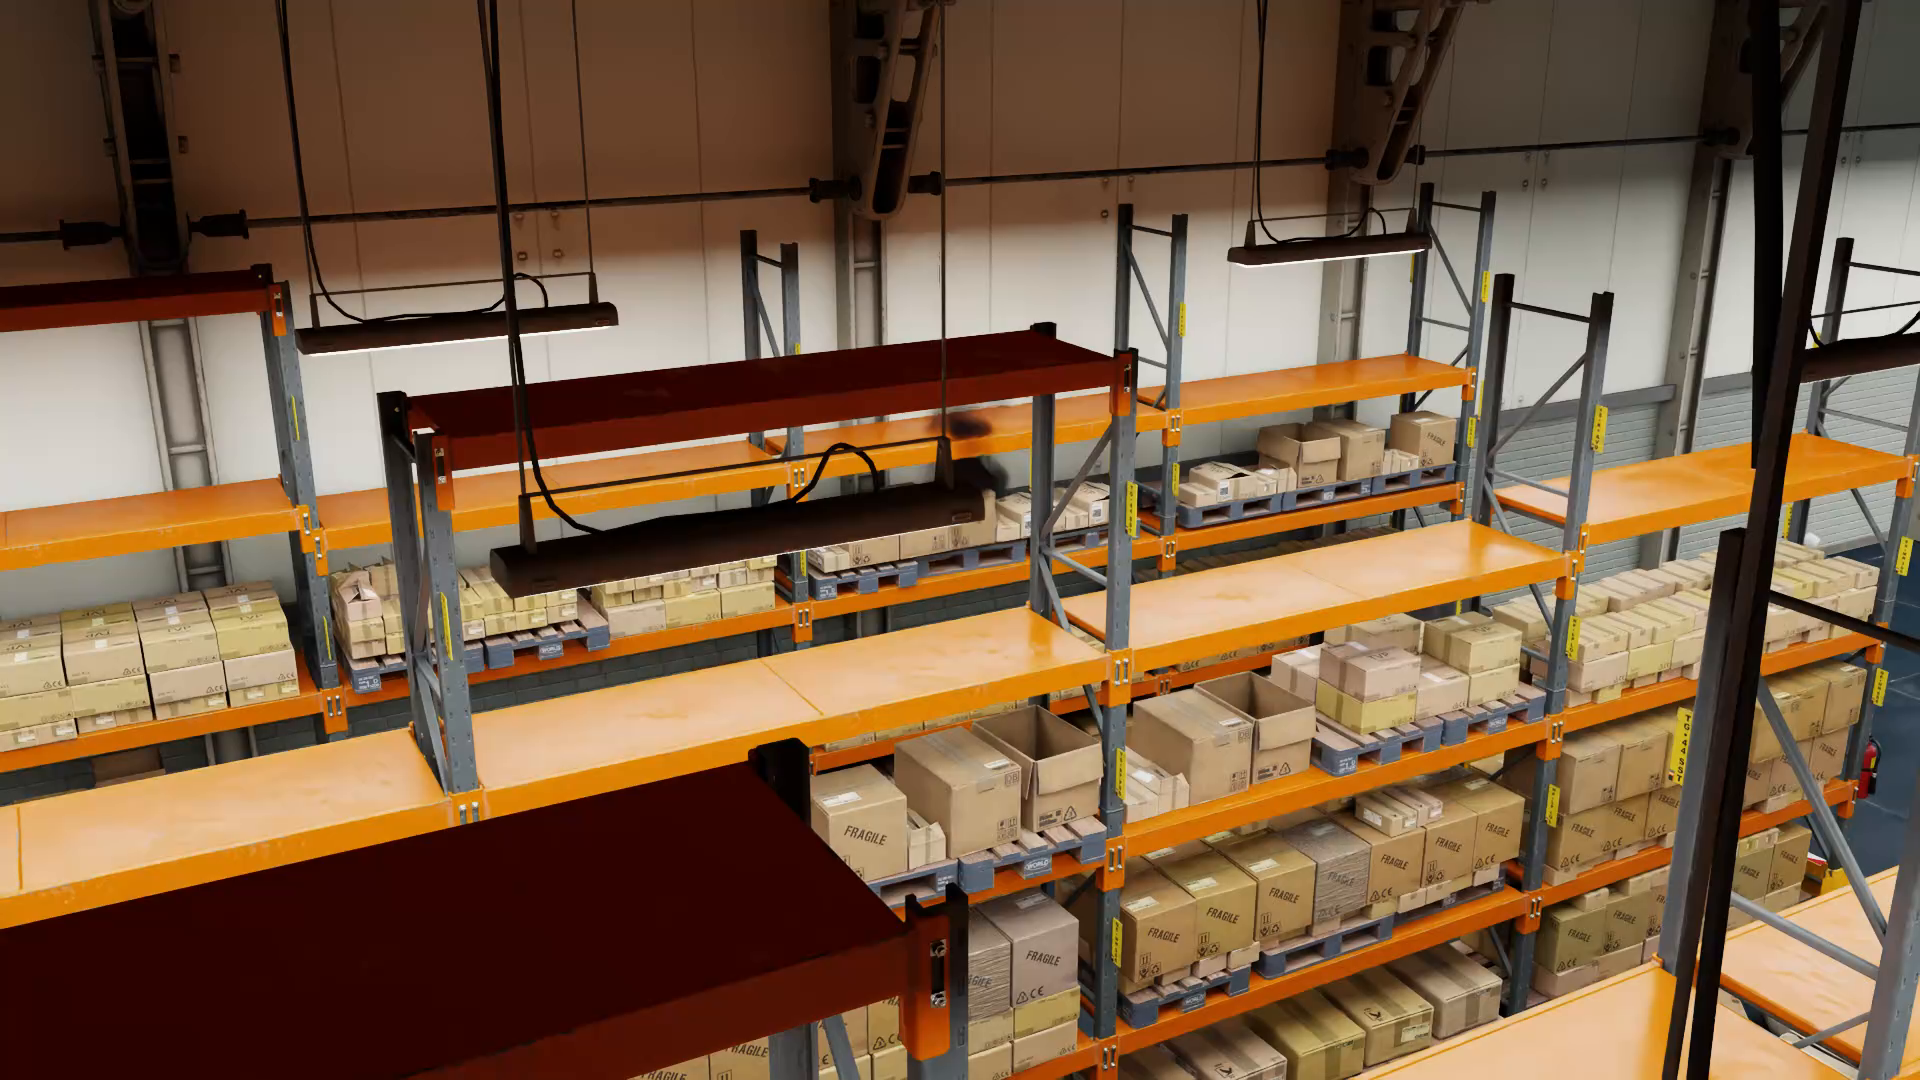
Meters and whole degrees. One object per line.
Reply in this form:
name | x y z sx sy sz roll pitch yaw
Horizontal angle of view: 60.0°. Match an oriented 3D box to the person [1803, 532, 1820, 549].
person | 10.292 0.719 20.527 0.728 1.722 0.726 -11 21 -30
